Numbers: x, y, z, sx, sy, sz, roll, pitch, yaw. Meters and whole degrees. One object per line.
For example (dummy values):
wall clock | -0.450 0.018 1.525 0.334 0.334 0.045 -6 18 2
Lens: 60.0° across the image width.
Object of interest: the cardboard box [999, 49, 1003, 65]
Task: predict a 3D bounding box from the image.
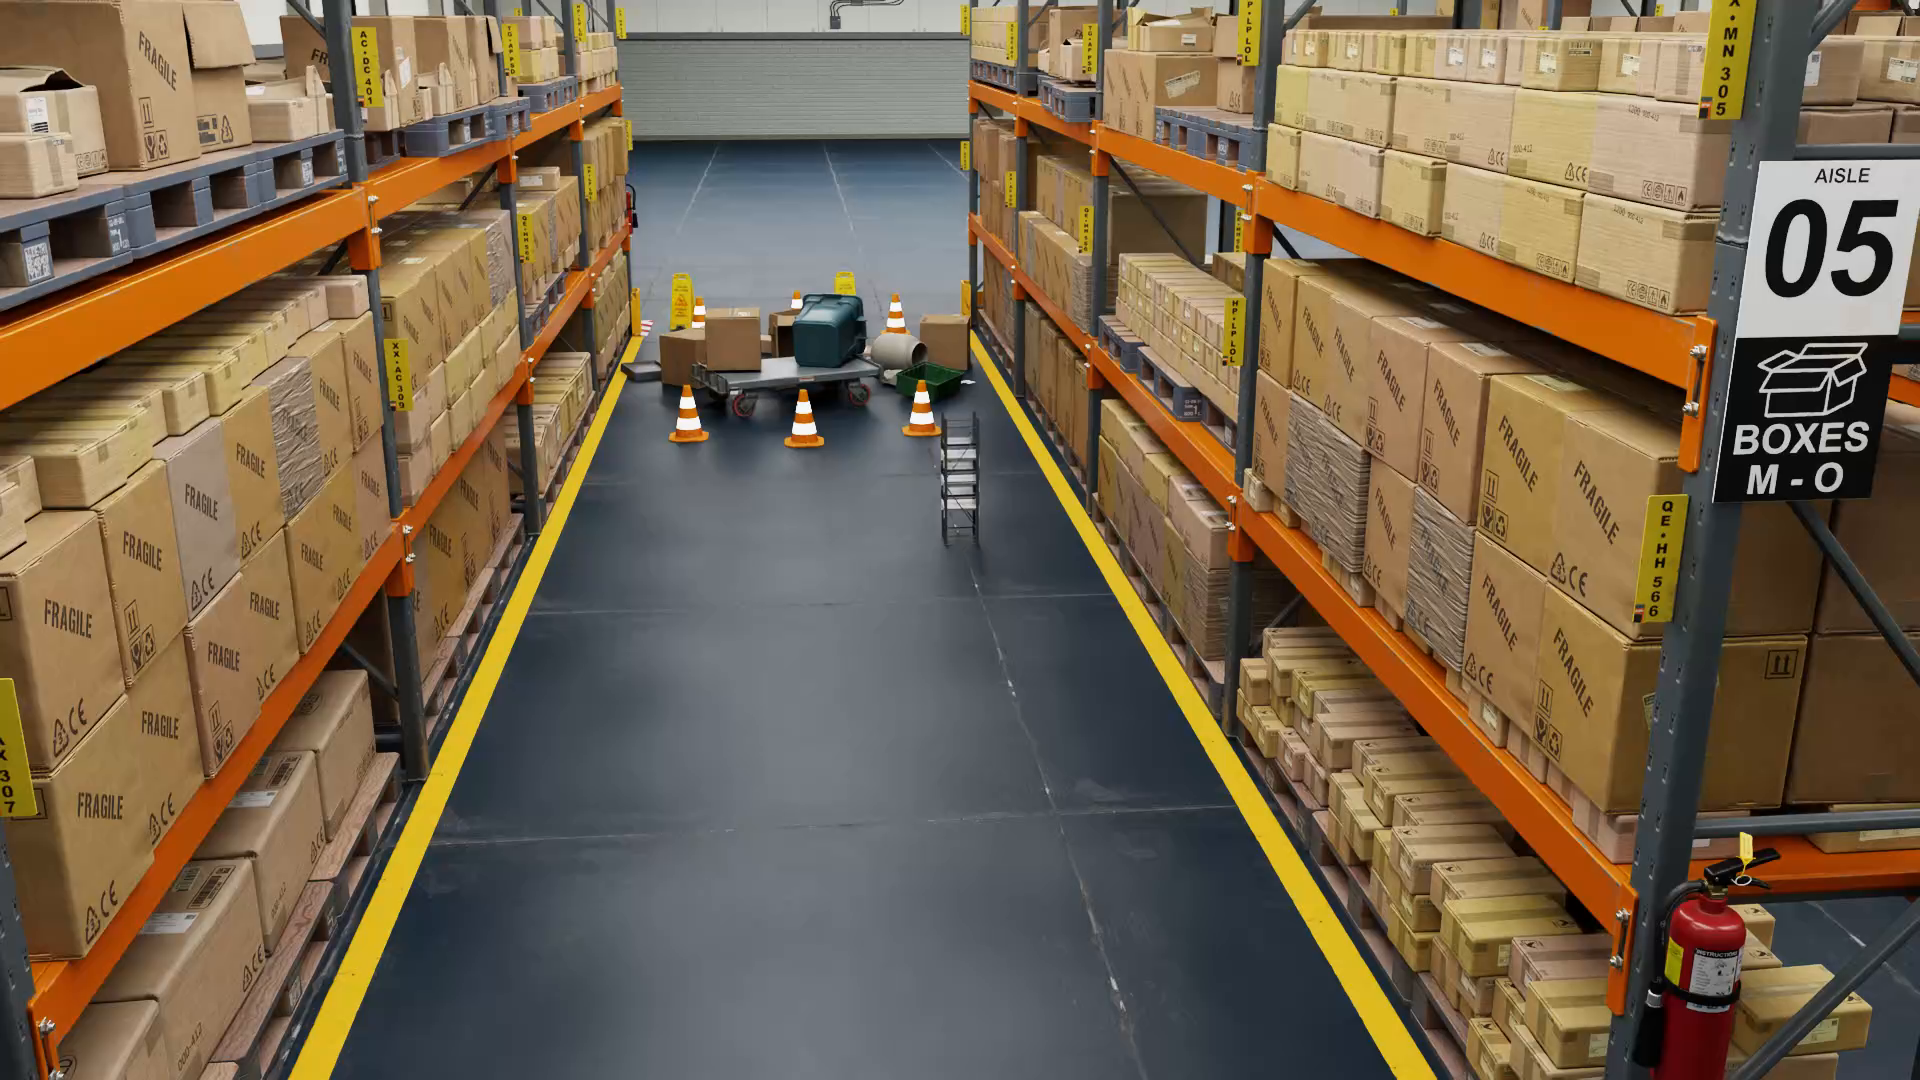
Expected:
cardboard box | 0.589 -4.722 16.253 0.380 0.149 0.250 -2 18 -5

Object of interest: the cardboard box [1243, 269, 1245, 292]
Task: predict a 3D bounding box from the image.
cardboard box | 2.026 -1.644 10.631 0.380 0.149 0.250 -1 17 -4

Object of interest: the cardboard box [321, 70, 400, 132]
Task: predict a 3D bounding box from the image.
cardboard box | -2.767 -1.996 7.543 0.396 0.266 0.258 -2 18 -6

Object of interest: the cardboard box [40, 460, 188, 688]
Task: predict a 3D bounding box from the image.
cardboard box | -2.477 0.092 4.539 0.500 0.500 0.500 -2 18 -7

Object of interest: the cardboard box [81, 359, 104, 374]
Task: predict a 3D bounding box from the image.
cardboard box | -3.107 -0.622 5.732 0.380 0.149 0.250 -2 18 -6

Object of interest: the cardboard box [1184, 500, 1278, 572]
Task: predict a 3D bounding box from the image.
cardboard box | 1.522 -0.032 8.990 0.500 0.250 0.500 -2 18 -7

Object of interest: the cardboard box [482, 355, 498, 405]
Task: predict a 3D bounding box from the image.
cardboard box | -3.061 -0.944 9.928 0.500 0.250 0.500 -2 18 -6

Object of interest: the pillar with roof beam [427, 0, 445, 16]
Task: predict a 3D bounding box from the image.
pillar with roof beam | -8.256 -13.600 39.974 9.100 9.000 0.400 -2 18 -6

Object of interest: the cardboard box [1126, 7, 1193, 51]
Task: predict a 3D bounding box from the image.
cardboard box | 1.258 -3.205 10.426 0.396 0.266 0.258 -2 18 -6

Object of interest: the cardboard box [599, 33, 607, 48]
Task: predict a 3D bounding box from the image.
cardboard box | -3.939 -5.291 17.602 0.380 0.149 0.250 -2 18 -6

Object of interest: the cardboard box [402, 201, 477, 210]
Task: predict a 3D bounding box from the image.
cardboard box | -3.917 -2.282 12.572 0.500 0.500 0.500 -3 18 -9

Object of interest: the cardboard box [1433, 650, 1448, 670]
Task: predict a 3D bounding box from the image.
cardboard box | 1.902 0.385 5.864 0.380 0.149 0.250 -3 18 -8

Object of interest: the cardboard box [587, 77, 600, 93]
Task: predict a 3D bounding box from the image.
cardboard box | -3.722 -4.451 16.259 0.380 0.149 0.250 -2 18 -7

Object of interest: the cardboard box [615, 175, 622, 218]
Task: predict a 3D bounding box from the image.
cardboard box | -3.924 -3.731 17.891 0.500 0.500 0.500 -2 18 -6

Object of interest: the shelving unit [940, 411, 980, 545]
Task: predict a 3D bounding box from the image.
shelving unit | 0.001 -0.427 11.535 0.258 0.900 0.210 -2 18 -6

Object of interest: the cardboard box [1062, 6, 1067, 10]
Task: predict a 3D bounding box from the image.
cardboard box | 1.218 -5.198 16.439 0.380 0.149 0.250 -2 17 -5

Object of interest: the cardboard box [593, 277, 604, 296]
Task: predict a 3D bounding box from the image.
cardboard box | -3.634 -2.432 15.969 0.380 0.149 0.250 -2 17 -5

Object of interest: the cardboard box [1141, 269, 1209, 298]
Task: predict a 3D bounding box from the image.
cardboard box | 1.370 -1.632 10.594 0.380 0.149 0.250 -3 18 -8

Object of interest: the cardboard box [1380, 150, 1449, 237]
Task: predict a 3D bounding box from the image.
cardboard box | 1.780 -1.205 5.750 0.500 0.250 0.500 -1 17 -3

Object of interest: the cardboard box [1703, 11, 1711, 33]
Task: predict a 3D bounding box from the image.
cardboard box | 6.020 -3.771 12.672 0.500 0.500 0.500 -2 18 -6

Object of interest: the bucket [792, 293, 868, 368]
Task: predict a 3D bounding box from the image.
bucket | -1.283 -1.968 15.866 0.726 0.611 0.620 4 28 13

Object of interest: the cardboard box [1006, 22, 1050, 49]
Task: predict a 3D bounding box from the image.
cardboard box | 0.719 -4.724 15.594 0.500 0.250 0.500 -2 18 -6

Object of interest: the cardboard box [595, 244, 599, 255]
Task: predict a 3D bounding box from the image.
cardboard box | -3.728 -2.863 16.208 0.380 0.149 0.250 -1 17 -4

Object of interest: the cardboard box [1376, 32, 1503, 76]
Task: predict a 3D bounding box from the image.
cardboard box | 1.727 -1.753 5.996 0.380 0.149 0.250 -1 17 -3

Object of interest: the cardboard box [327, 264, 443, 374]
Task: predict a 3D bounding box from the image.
cardboard box | -2.903 -1.084 8.287 0.500 0.500 0.500 -2 18 -6

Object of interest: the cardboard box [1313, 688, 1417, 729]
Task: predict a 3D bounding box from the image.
cardboard box | 1.773 0.768 7.289 0.380 0.149 0.250 -2 18 -7

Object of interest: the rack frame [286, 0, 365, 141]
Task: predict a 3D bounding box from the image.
rack frame | -3.063 -3.131 6.628 1.000 3.000 0.127 -2 18 -6

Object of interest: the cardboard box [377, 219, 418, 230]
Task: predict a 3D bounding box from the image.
cardboard box | -3.607 -1.684 10.196 0.500 0.500 0.500 -2 18 -5

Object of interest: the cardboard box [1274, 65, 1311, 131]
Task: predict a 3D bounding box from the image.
cardboard box | 1.661 -1.899 7.127 0.500 0.250 0.500 -1 17 -4

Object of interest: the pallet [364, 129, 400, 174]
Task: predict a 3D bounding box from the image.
pallet | -3.207 -1.881 7.971 0.805 0.209 1.217 -2 18 -8

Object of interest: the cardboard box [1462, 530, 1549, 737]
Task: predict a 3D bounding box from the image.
cardboard box | 1.912 0.270 5.144 0.500 0.500 0.500 -2 18 -7

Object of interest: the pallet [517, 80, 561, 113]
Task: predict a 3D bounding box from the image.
pallet | -3.821 -3.498 13.117 1.213 0.211 1.003 -2 18 -6

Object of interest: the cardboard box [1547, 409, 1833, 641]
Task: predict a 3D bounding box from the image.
cardboard box | 1.968 -0.056 4.514 0.500 0.500 0.500 -2 18 -7

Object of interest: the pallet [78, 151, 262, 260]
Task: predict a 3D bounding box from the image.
pallet | -2.867 -1.051 5.158 1.003 0.211 1.213 -2 18 -6

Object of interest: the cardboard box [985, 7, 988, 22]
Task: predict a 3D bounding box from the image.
cardboard box | 0.460 -5.479 17.334 0.380 0.149 0.250 -2 18 -6

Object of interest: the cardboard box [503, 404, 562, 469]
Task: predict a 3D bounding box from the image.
cardboard box | -3.608 -0.796 12.890 0.950 0.372 0.625 -2 18 -7

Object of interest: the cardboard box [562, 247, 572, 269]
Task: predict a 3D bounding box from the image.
cardboard box | -3.459 -2.358 13.897 0.380 0.149 0.250 -2 18 -5

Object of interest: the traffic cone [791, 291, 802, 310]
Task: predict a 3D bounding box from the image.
traffic cone | -1.905 -2.681 19.445 0.336 0.463 0.334 -2 18 -6

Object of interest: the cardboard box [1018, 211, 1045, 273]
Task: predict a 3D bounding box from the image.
cardboard box | 0.811 -2.718 15.161 0.500 0.500 0.500 -2 17 -5

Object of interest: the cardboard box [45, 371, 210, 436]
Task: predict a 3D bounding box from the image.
cardboard box | -2.531 -0.413 5.065 0.380 0.149 0.250 -2 18 -5

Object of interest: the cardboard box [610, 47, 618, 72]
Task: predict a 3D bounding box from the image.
cardboard box | -3.980 -5.202 17.984 0.500 0.250 0.500 -2 18 -6

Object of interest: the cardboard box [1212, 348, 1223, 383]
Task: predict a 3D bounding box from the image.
cardboard box | 1.561 -0.939 8.883 0.380 0.149 0.250 -1 17 -3

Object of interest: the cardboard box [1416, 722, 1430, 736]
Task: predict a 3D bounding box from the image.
cardboard box | 2.193 0.750 7.344 0.380 0.149 0.250 -1 17 -4

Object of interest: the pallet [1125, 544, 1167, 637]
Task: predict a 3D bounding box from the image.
pallet | 1.639 0.282 10.426 1.003 0.211 1.213 -2 18 -6

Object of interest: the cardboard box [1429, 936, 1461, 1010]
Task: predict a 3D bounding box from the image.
cardboard box | 1.893 1.521 5.883 0.380 0.149 0.250 -2 18 -5

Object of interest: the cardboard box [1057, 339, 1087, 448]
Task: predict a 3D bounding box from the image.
cardboard box | 1.370 -1.215 13.595 1.050 0.750 0.750 -2 17 -5

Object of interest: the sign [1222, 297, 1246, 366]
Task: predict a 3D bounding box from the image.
sign | 1.298 -0.986 7.878 0.100 0.325 0.005 -2 18 -6

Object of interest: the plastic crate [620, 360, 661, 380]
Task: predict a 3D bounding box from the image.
plastic crate | -3.235 -1.753 17.126 0.402 0.080 0.583 -8 19 -25

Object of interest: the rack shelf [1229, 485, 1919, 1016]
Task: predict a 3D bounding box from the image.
rack shelf | 2.056 0.487 6.319 1.077 0.370 4.000 -2 18 -6

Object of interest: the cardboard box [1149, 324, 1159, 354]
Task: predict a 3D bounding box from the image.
cardboard box | 1.398 -1.265 10.417 0.380 0.149 0.250 -1 17 -4

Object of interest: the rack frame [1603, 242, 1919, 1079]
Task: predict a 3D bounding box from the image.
rack frame | 2.262 0.740 4.313 1.000 3.000 0.127 -2 18 -6

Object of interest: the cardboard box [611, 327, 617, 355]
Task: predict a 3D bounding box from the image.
cardboard box | -3.804 -2.042 17.062 0.500 0.250 0.500 -2 18 -6

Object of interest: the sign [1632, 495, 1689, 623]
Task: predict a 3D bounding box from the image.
sign | 1.708 0.048 4.057 0.100 0.325 0.005 -2 18 -6

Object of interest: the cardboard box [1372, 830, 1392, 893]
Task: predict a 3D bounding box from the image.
cardboard box | 1.795 1.224 6.334 0.380 0.149 0.250 -1 17 -3

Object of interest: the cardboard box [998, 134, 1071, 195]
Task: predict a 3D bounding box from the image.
cardboard box | 0.849 -3.694 16.381 0.875 0.550 0.550 -2 18 -6

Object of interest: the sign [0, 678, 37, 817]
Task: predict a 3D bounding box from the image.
sign | -2.098 0.457 3.638 0.100 0.325 0.005 -2 18 -6

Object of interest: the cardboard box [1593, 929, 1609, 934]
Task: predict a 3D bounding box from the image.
cardboard box | 2.378 1.440 5.644 0.380 0.149 0.250 -2 17 -5
